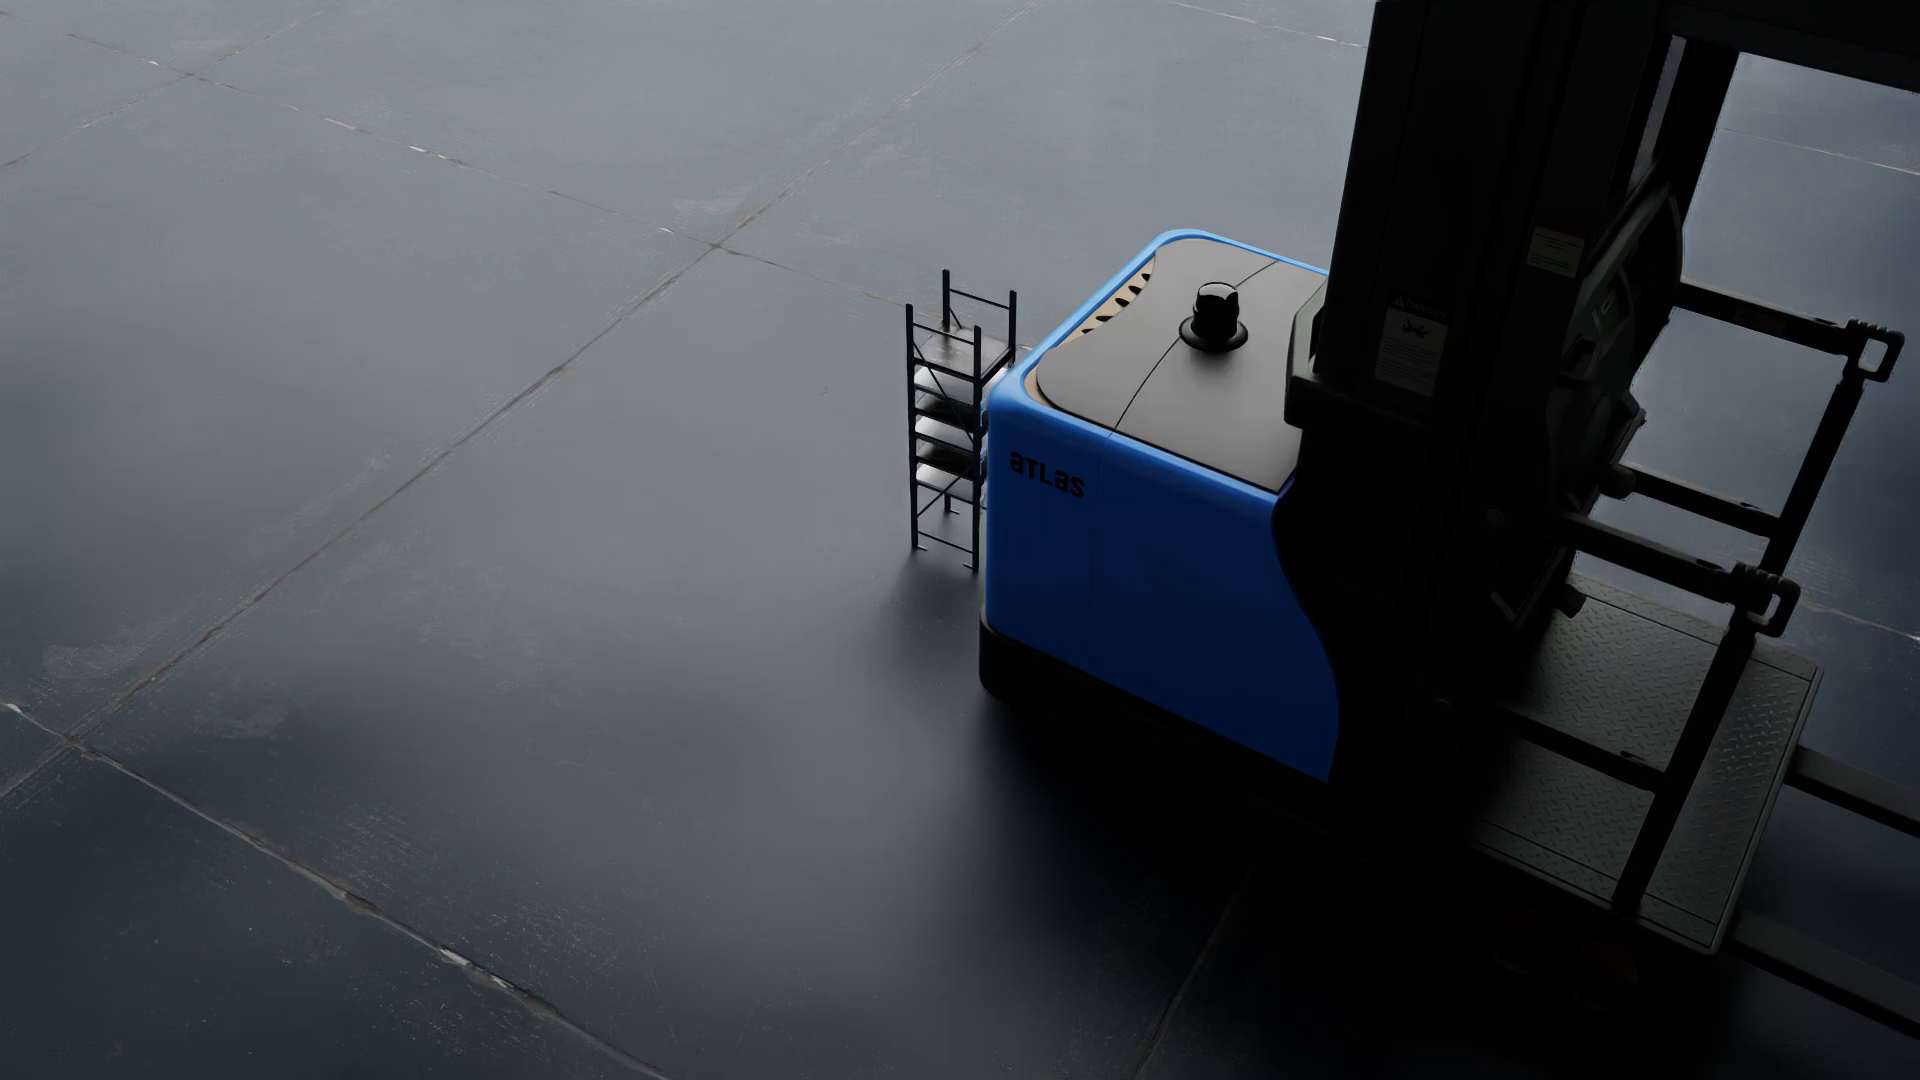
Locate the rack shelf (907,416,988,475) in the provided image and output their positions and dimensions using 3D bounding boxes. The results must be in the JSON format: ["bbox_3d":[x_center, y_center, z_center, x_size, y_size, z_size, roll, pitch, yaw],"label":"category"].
[{"bbox_3d":[0.004,-0.317,4.980,0.258,0.077,0.200,21,45,22],"label":"rack shelf"}]

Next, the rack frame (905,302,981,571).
[{"bbox_3d":[-0.047,-0.284,4.892,0.240,0.900,0.006,21,45,22],"label":"rack frame"}]

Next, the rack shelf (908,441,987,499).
[{"bbox_3d":[0.004,-0.250,5.039,0.258,0.077,0.200,21,45,22],"label":"rack shelf"}]

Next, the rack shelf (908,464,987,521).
[{"bbox_3d":[0.004,-0.182,5.099,0.258,0.077,0.200,21,45,22],"label":"rack shelf"}]

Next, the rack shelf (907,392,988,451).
[{"bbox_3d":[0.004,-0.385,4.920,0.258,0.077,0.200,21,45,22],"label":"rack shelf"}]

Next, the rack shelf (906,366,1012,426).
[{"bbox_3d":[0.004,-0.452,4.861,0.258,0.077,0.200,21,45,22],"label":"rack shelf"}]

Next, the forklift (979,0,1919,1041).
[{"bbox_3d":[1.565,-0.381,3.465,3.031,2.935,1.130,24,47,24],"label":"forklift"}]

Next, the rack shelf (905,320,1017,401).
[{"bbox_3d":[0.004,-0.520,4.801,0.258,0.077,0.200,21,45,22],"label":"rack shelf"}]

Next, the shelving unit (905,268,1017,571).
[{"bbox_3d":[0.004,-0.342,4.958,0.258,0.900,0.210,21,45,22],"label":"shelving unit"}]

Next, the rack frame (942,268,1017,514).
[{"bbox_3d":[0.055,-0.401,5.024,0.240,0.900,0.006,21,45,22],"label":"rack frame"}]
